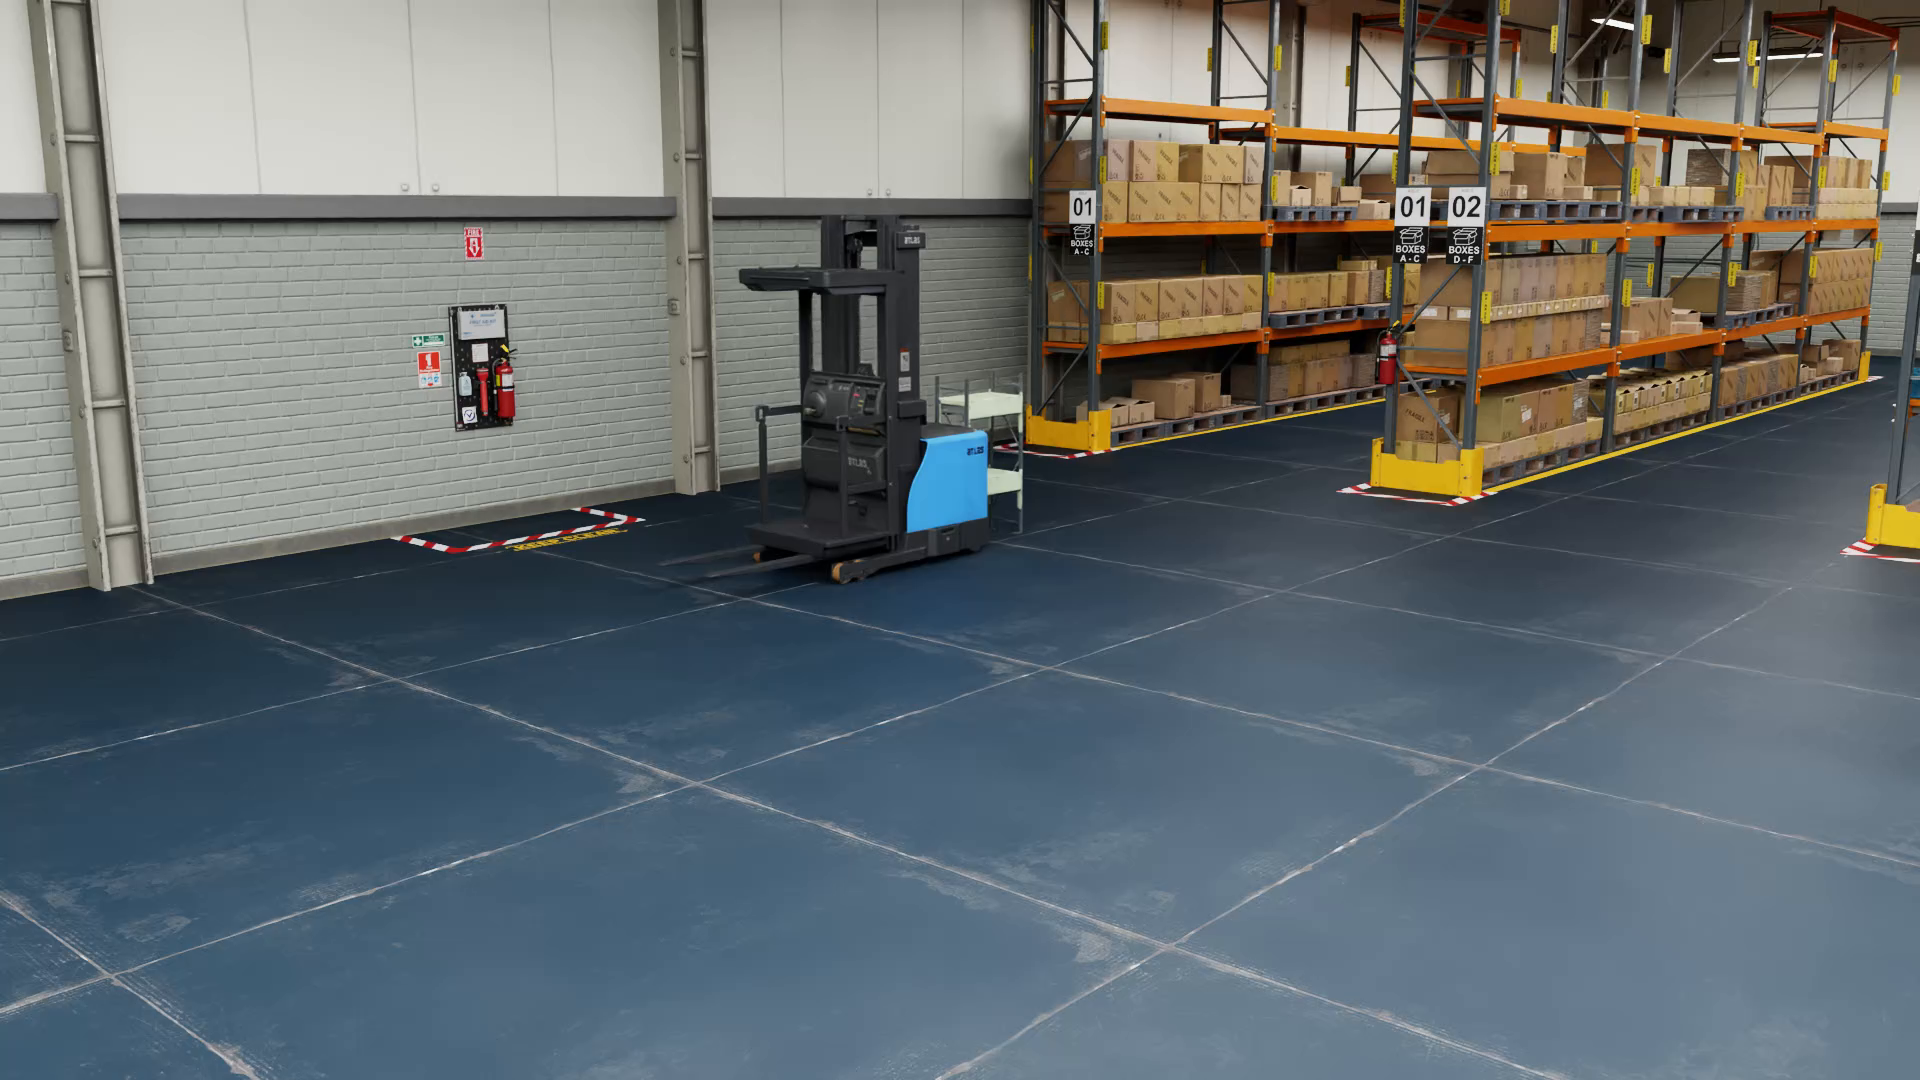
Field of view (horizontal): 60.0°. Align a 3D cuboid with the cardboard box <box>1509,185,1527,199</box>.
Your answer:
[{"bbox_3d":[5.957,-3.796,18.149,0.380,0.149,0.250,10,15,40],"label":"cardboard box"}]

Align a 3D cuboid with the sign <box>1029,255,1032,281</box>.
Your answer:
[{"bbox_3d":[0.921,-3.460,21.154,0.100,0.325,0.005,10,15,40],"label":"sign"}]

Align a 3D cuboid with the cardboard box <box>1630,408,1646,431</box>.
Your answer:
[{"bbox_3d":[8.479,-1.571,21.408,0.500,0.250,0.500,10,15,42],"label":"cardboard box"}]

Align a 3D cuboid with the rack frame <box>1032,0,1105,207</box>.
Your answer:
[{"bbox_3d":[1.324,-5.605,20.337,1.000,3.000,0.127,10,15,40],"label":"rack frame"}]

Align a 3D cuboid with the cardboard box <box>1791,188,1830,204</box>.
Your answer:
[{"bbox_3d":[13.477,-5.471,26.429,0.500,0.250,0.500,10,15,40],"label":"cardboard box"}]

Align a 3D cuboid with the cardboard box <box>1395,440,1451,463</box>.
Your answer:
[{"bbox_3d":[5.180,-0.998,18.535,0.500,0.250,0.500,10,15,40],"label":"cardboard box"}]

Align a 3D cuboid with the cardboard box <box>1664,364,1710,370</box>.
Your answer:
[{"bbox_3d":[10.770,-2.358,24.656,0.500,0.500,0.500,11,15,43],"label":"cardboard box"}]

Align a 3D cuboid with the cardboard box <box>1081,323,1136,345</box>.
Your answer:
[{"bbox_3d":[1.885,-2.630,21.091,0.500,0.250,0.500,9,15,39],"label":"cardboard box"}]

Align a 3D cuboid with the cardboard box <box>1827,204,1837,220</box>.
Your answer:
[{"bbox_3d":[13.809,-5.299,26.845,0.500,0.250,0.500,10,15,40],"label":"cardboard box"}]

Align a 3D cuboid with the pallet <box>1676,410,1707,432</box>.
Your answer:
[{"bbox_3d":[9.756,-1.717,23.305,1.003,0.211,1.213,10,15,40],"label":"pallet"}]

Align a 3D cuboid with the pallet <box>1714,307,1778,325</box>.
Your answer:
[{"bbox_3d":[11.609,-3.393,25.068,1.003,0.211,1.213,10,15,40],"label":"pallet"}]

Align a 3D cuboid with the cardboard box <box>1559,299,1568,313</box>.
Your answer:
[{"bbox_3d":[6.830,-2.724,19.320,0.380,0.149,0.250,10,15,42],"label":"cardboard box"}]

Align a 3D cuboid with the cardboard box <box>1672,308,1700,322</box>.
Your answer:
[{"bbox_3d":[10.056,-3.109,23.383,0.500,0.311,0.500,11,16,44],"label":"cardboard box"}]

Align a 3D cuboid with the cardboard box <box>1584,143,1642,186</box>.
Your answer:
[{"bbox_3d":[8.125,-4.668,20.702,0.500,0.500,0.500,10,15,41],"label":"cardboard box"}]

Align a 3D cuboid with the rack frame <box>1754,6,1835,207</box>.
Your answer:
[{"bbox_3d":[12.969,-6.730,25.972,1.000,3.000,0.127,10,15,40],"label":"rack frame"}]

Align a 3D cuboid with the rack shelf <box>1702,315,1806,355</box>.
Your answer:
[{"bbox_3d":[11.649,-3.142,25.157,1.077,0.370,4.000,10,15,40],"label":"rack shelf"}]

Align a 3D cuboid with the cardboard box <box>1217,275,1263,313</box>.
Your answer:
[{"bbox_3d":[3.885,-3.446,23.262,0.500,0.500,0.500,10,15,40],"label":"cardboard box"}]

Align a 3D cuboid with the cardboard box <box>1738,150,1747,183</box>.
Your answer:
[{"bbox_3d":[10.958,-5.349,23.905,0.500,0.500,0.500,10,15,40],"label":"cardboard box"}]

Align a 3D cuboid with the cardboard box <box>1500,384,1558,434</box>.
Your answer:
[{"bbox_3d":[6.561,-1.519,19.229,0.500,0.500,0.500,10,15,40],"label":"cardboard box"}]

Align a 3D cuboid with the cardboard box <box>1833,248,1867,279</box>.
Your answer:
[{"bbox_3d":[15.189,-4.741,28.520,0.500,0.500,0.500,10,15,42],"label":"cardboard box"}]

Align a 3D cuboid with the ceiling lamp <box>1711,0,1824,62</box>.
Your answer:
[{"bbox_3d":[15.555,-10.890,31.893,2.000,3.185,0.800,10,15,40],"label":"ceiling lamp"}]

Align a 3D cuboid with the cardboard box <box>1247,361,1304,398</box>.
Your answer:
[{"bbox_3d":[4.741,-2.434,25.039,0.700,0.500,0.500,9,15,39],"label":"cardboard box"}]

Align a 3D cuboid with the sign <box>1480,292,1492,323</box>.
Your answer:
[{"bbox_3d":[5.461,-2.414,17.264,0.100,0.325,0.005,10,15,40],"label":"sign"}]

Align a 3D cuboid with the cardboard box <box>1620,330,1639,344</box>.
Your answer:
[{"bbox_3d":[8.427,-2.592,21.212,0.380,0.149,0.250,10,15,40],"label":"cardboard box"}]

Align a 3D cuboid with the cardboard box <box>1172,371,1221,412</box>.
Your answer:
[{"bbox_3d":[3.310,-2.084,23.282,0.500,0.500,0.500,8,14,36],"label":"cardboard box"}]

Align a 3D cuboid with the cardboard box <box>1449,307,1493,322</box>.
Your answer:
[{"bbox_3d":[5.469,-2.420,17.797,0.380,0.149,0.250,10,15,40],"label":"cardboard box"}]

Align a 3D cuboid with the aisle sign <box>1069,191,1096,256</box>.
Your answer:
[{"bbox_3d":[1.502,-3.888,20.423,0.394,0.787,0.004,10,15,40],"label":"aisle sign"}]

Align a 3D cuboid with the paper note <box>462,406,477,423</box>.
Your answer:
[{"bbox_3d":[-4.653,-1.187,15.785,0.016,0.148,0.142,10,15,40],"label":"paper note"}]

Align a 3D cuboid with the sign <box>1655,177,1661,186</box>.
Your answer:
[{"bbox_3d":[9.922,-4.995,23.622,0.100,0.325,0.005,10,15,40],"label":"sign"}]

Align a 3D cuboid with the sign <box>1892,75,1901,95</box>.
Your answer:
[{"bbox_3d":[16.013,-7.780,28.438,0.100,0.325,0.005,10,15,40],"label":"sign"}]

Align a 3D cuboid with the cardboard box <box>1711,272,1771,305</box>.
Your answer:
[{"bbox_3d":[12.082,-3.893,25.757,0.500,0.500,0.700,-9,15,-39],"label":"cardboard box"}]

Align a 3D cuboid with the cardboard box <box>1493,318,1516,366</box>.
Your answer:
[{"bbox_3d":[5.709,-2.217,18.436,0.700,0.500,0.500,10,15,42],"label":"cardboard box"}]

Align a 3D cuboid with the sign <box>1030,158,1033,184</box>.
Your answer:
[{"bbox_3d":[0.921,-4.643,20.918,0.100,0.325,0.005,10,15,40],"label":"sign"}]

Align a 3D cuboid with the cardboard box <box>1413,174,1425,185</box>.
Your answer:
[{"bbox_3d":[7.192,-5.739,27.289,0.700,0.500,0.500,9,14,37],"label":"cardboard box"}]

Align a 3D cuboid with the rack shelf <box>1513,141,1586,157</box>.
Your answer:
[{"bbox_3d":[10.566,-7.116,30.759,1.077,0.370,4.000,10,15,40],"label":"rack shelf"}]

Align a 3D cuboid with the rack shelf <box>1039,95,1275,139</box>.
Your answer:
[{"bbox_3d":[2.644,-5.545,21.881,1.077,0.370,4.000,10,15,40],"label":"rack shelf"}]

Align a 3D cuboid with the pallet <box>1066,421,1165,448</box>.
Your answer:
[{"bbox_3d":[1.937,-1.422,21.829,1.003,0.211,1.213,10,15,40],"label":"pallet"}]

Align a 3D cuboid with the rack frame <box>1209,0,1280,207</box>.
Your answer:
[{"bbox_3d":[3.965,-6.193,23.283,1.000,3.000,0.127,10,15,40],"label":"rack frame"}]

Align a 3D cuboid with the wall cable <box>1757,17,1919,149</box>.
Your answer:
[{"bbox_3d":[17.920,-9.349,34.116,3.097,2.526,0.112,10,15,40],"label":"wall cable"}]

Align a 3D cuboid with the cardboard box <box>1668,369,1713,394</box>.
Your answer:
[{"bbox_3d":[10.168,-2.224,23.241,0.500,0.311,0.500,10,15,42],"label":"cardboard box"}]

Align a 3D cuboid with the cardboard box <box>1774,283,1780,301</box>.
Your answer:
[{"bbox_3d":[13.106,-3.944,27.084,0.500,0.500,0.500,10,15,41],"label":"cardboard box"}]

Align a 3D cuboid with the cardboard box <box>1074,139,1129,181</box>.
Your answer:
[{"bbox_3d":[1.761,-4.708,20.648,0.500,0.500,0.500,8,14,36],"label":"cardboard box"}]

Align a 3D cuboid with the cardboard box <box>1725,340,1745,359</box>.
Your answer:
[{"bbox_3d":[11.807,-2.959,25.753,0.500,0.250,0.500,10,15,40],"label":"cardboard box"}]

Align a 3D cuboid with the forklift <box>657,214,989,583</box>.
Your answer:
[{"bbox_3d":[-1.119,-1.198,13.766,1.130,2.935,3.031,11,15,42],"label":"forklift"}]

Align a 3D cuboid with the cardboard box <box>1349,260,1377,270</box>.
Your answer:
[{"bbox_3d":[6.400,-4.368,26.427,0.380,0.149,0.250,7,14,33],"label":"cardboard box"}]

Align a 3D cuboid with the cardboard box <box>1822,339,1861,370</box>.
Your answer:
[{"bbox_3d":[15.436,-3.255,29.148,0.500,0.500,0.500,10,15,40],"label":"cardboard box"}]

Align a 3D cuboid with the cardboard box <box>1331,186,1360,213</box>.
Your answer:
[{"bbox_3d":[5.680,-5.193,25.617,0.637,0.503,0.797,-10,15,-40],"label":"cardboard box"}]

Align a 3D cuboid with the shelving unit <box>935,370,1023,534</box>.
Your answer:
[{"bbox_3d":[0.178,-0.769,15.272,0.431,1.500,0.755,11,15,42],"label":"shelving unit"}]

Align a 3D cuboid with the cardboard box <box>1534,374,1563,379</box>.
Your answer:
[{"bbox_3d":[7.147,-1.809,20.683,0.500,0.500,0.500,10,15,40],"label":"cardboard box"}]

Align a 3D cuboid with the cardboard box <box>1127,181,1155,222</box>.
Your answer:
[{"bbox_3d":[2.114,-4.284,21.076,0.500,0.500,0.500,-11,16,-44],"label":"cardboard box"}]

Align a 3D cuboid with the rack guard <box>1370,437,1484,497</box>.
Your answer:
[{"bbox_3d":[5.032,-0.794,17.948,1.175,0.500,0.348,10,15,40],"label":"rack guard"}]
